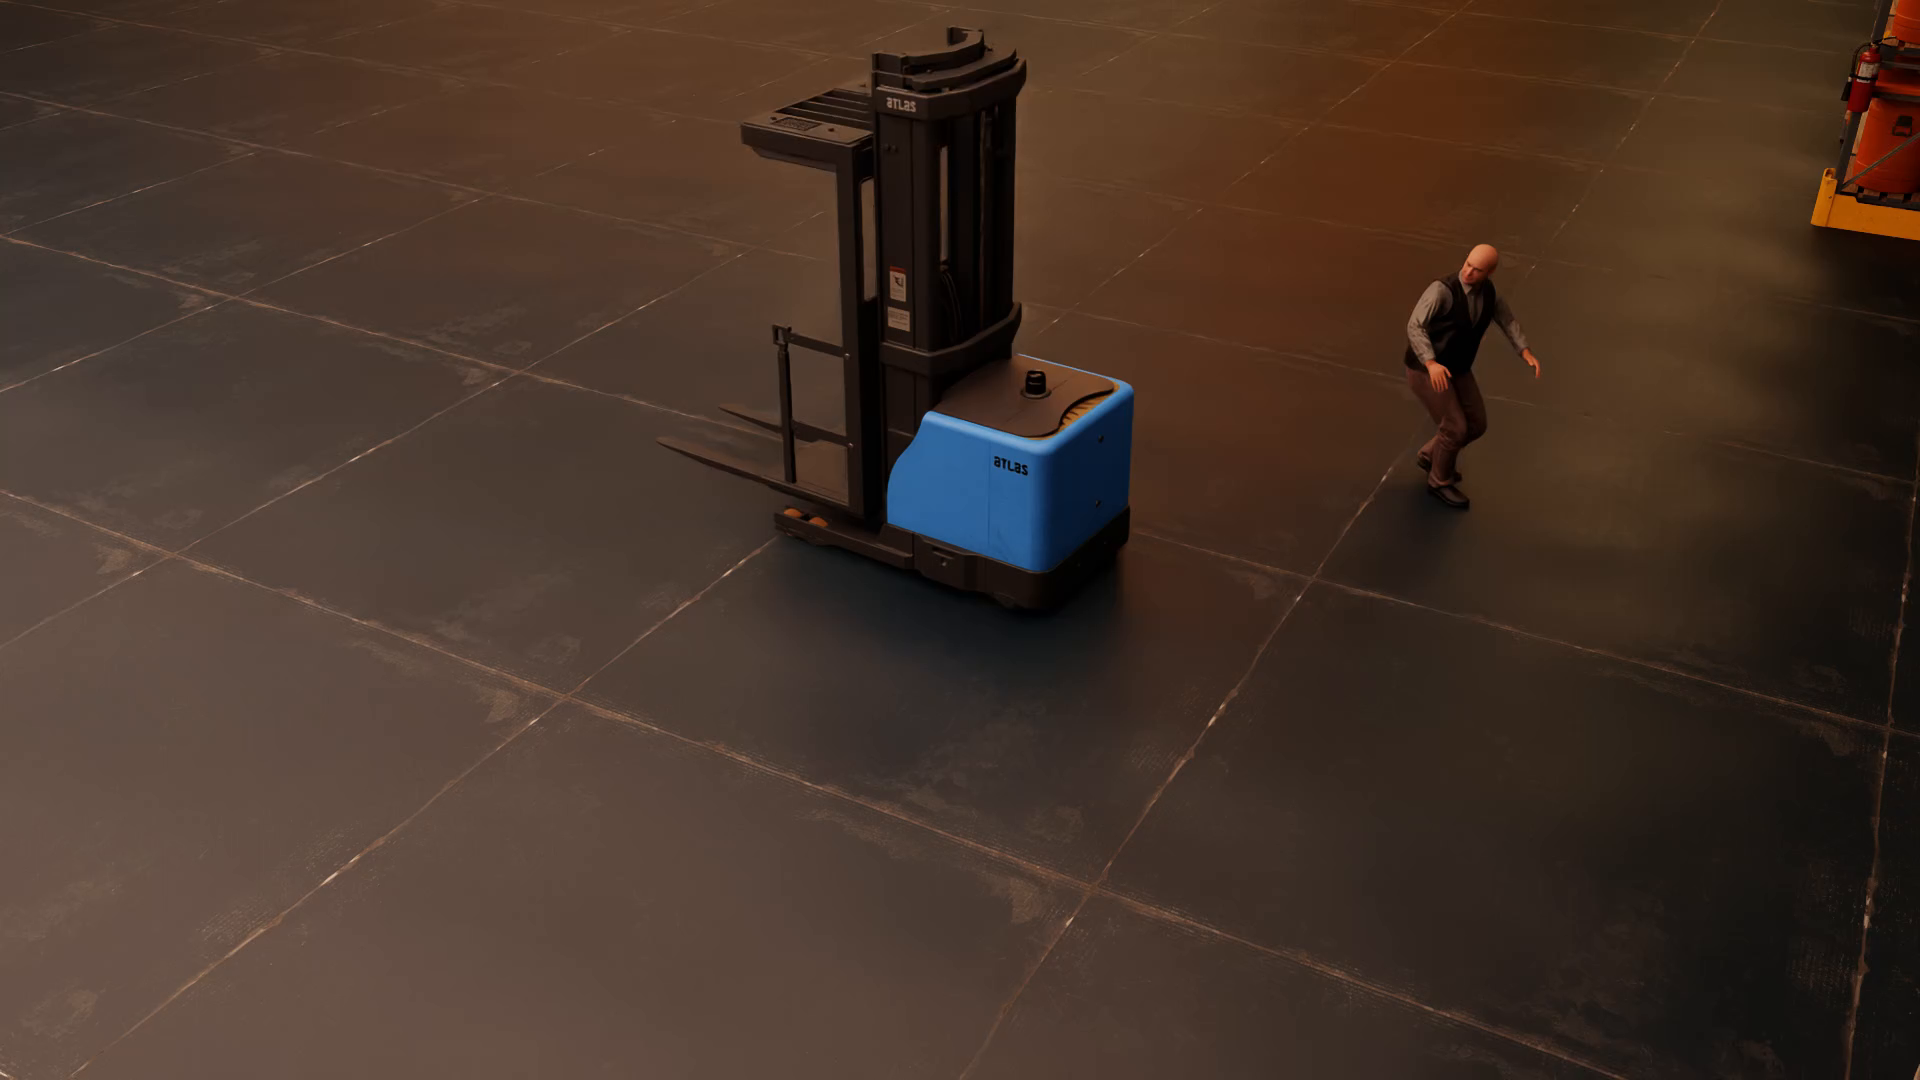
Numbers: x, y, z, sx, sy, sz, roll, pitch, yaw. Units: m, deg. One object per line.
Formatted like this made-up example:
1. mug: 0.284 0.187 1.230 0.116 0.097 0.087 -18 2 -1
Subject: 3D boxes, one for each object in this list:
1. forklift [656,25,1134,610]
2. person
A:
1. forklift: -0.512 -1.436 9.559 3.031 2.935 1.130 18 35 29
2. person: 3.080 -0.997 10.102 0.777 1.640 0.716 -21 36 -32
